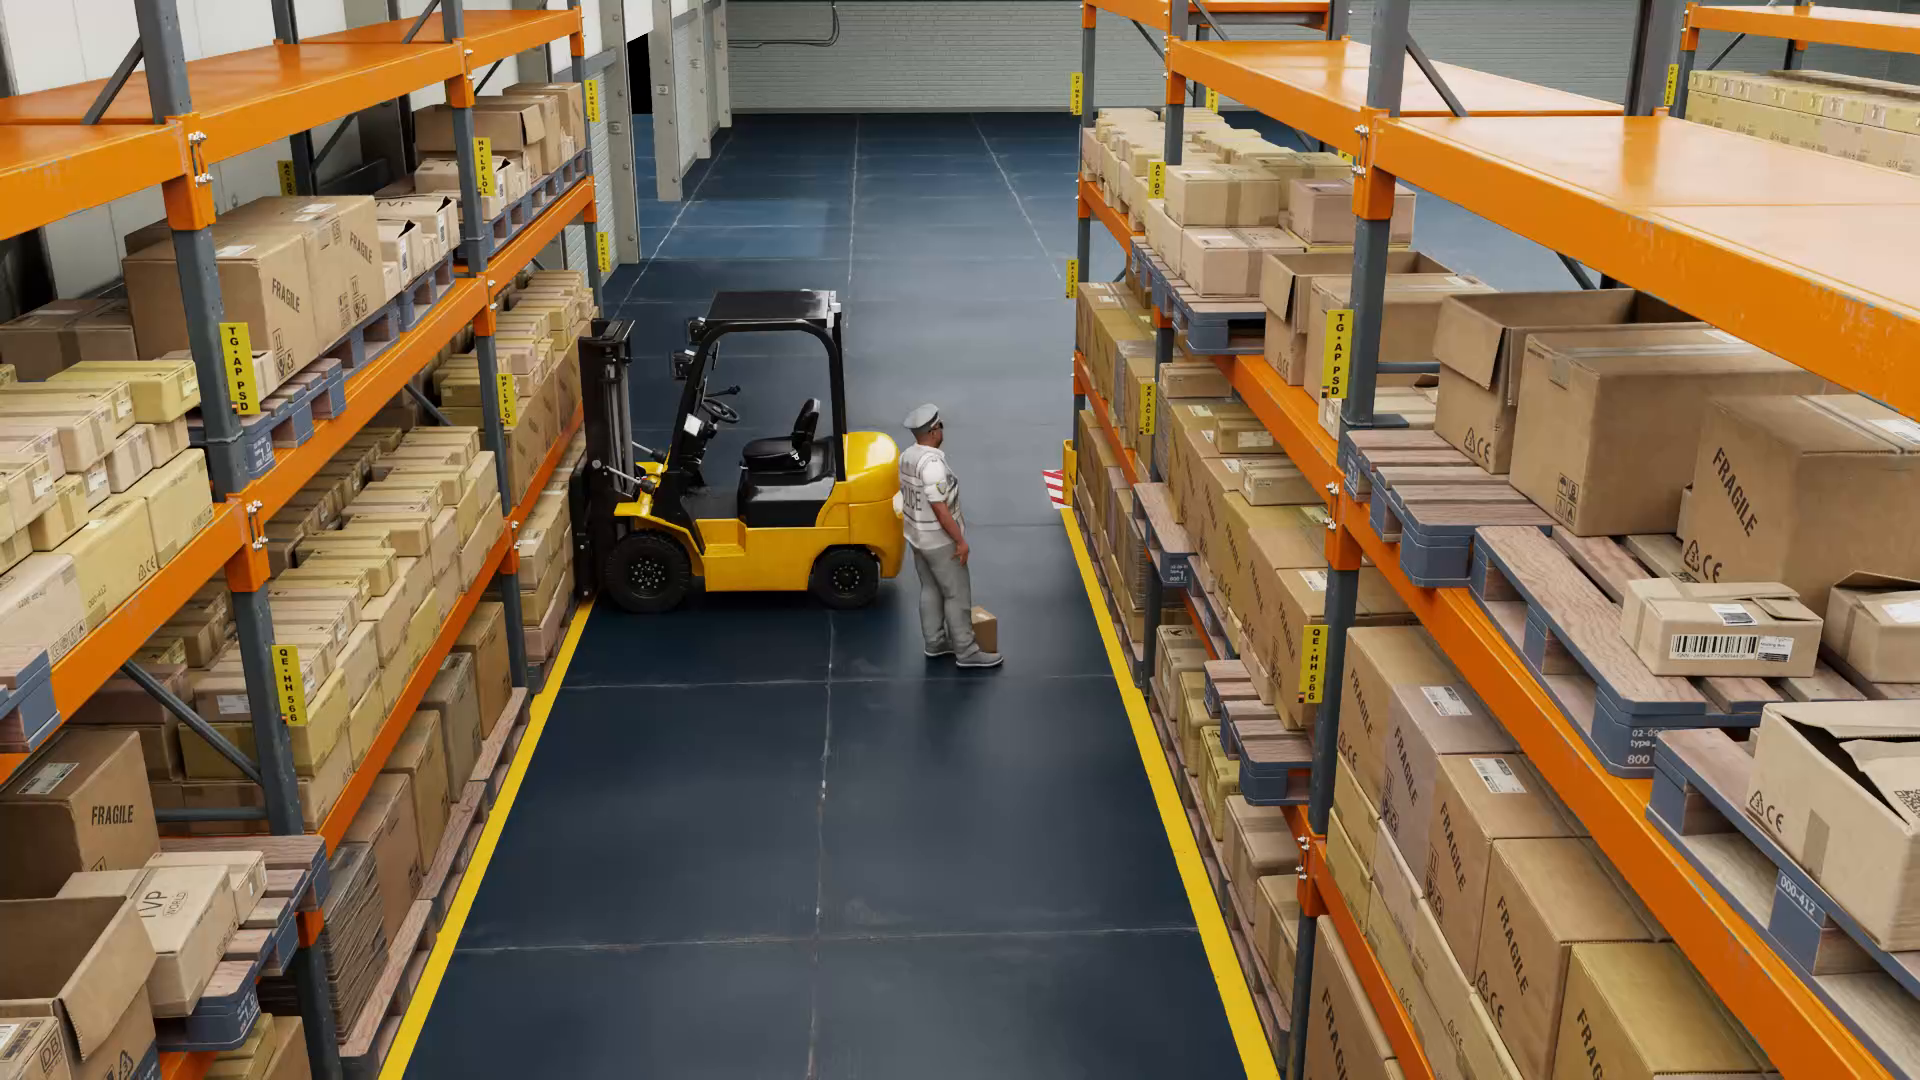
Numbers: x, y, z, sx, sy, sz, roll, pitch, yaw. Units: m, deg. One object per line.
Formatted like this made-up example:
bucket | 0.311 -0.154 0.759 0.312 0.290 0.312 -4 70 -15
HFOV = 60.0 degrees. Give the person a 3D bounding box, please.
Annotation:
person | -0.086 -0.044 11.116 0.575 1.781 0.640 -10 23 -26
